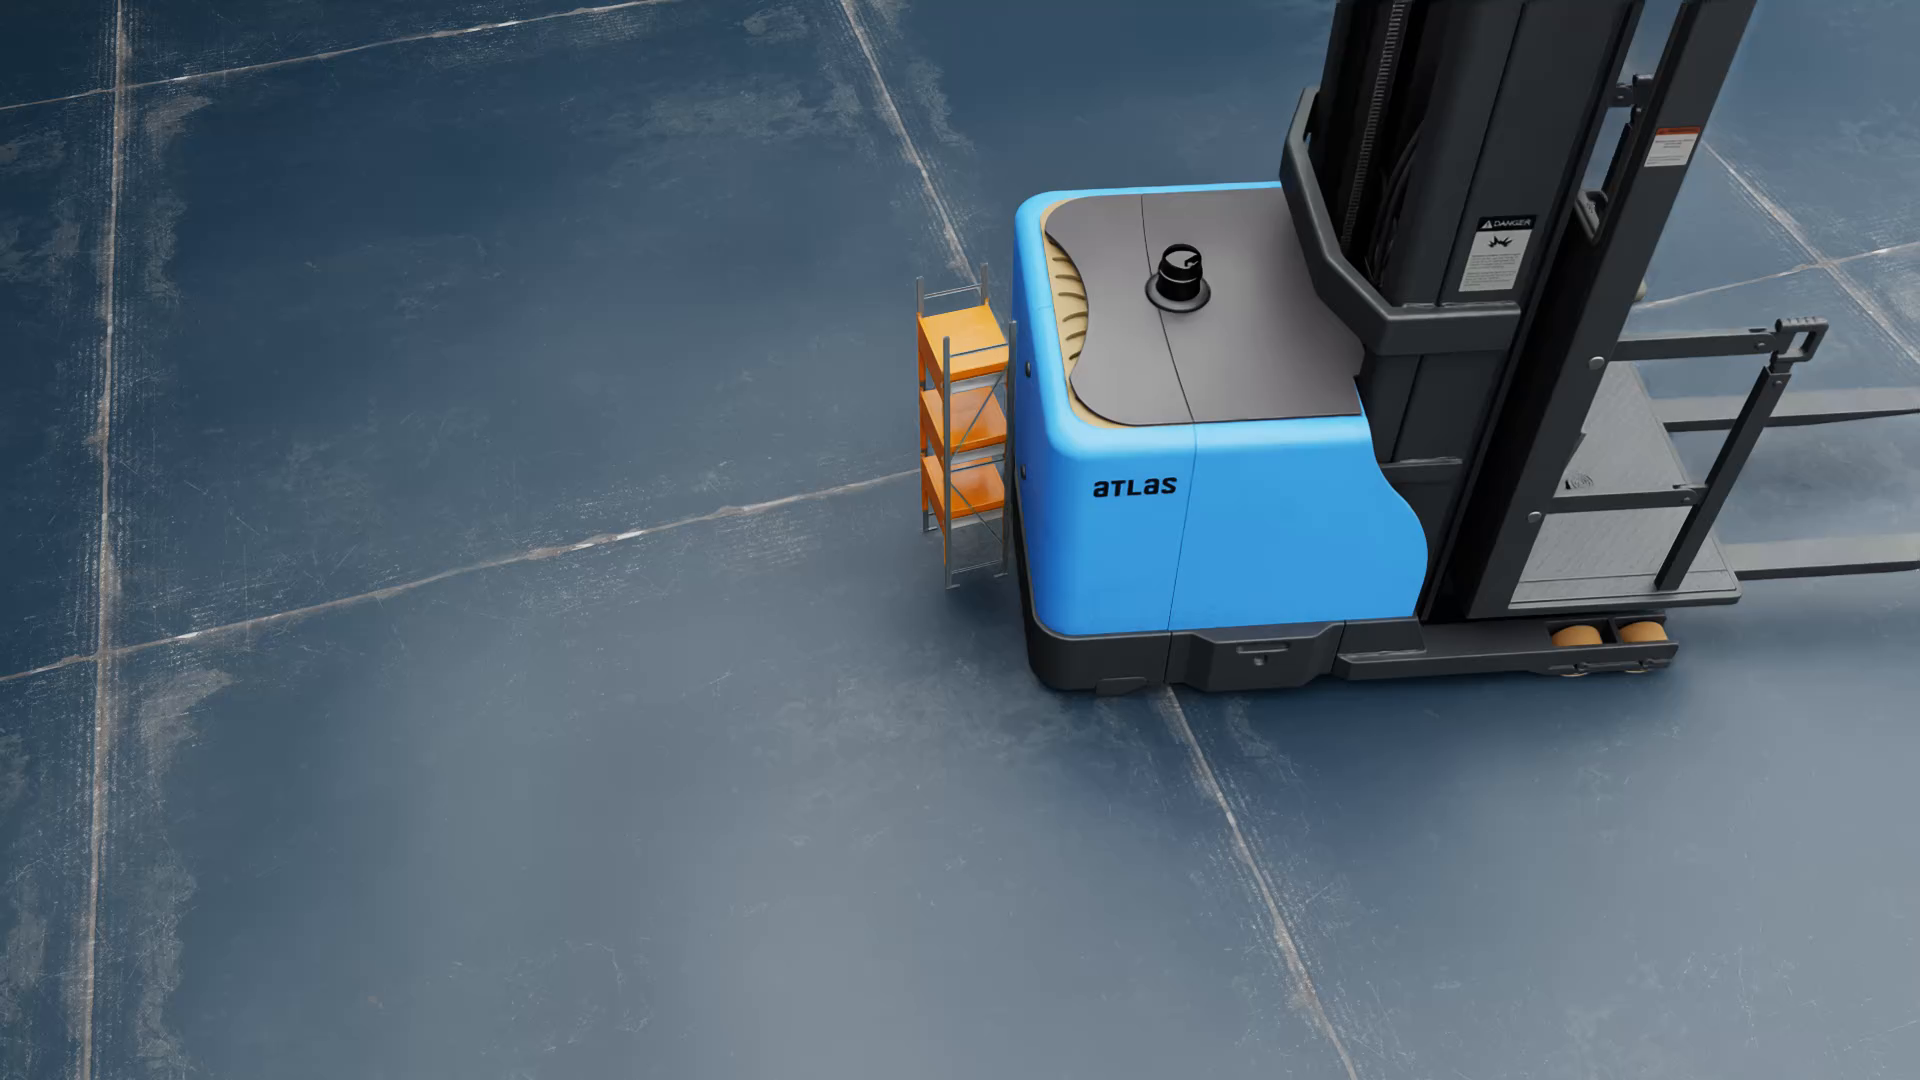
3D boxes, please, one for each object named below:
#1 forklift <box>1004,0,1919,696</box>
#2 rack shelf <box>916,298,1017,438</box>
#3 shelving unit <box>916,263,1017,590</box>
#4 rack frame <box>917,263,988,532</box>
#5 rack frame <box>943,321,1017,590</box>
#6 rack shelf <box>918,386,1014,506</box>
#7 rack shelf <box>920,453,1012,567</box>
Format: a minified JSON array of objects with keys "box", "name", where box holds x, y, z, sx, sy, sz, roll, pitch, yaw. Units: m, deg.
[{"box":[1.682,-0.945,4.130,3.031,2.935,1.130,-3,50,-3],"name":"forklift"},{"box":[0.016,-0.475,4.607,0.215,0.259,0.240,-13,51,-11],"name":"rack shelf"},{"box":[0.016,-0.299,4.816,0.215,1.050,0.252,-13,51,-11],"name":"shelving unit"},{"box":[-0.020,-0.388,4.891,0.200,1.050,0.008,-13,51,-11],"name":"rack frame"},{"box":[0.052,-0.210,4.741,0.200,1.050,0.008,-13,51,-11],"name":"rack frame"},{"box":[0.016,-0.292,4.824,0.215,0.259,0.240,-13,51,-11],"name":"rack shelf"},{"box":[0.016,-0.113,5.036,0.215,0.259,0.240,-13,51,-11],"name":"rack shelf"}]
